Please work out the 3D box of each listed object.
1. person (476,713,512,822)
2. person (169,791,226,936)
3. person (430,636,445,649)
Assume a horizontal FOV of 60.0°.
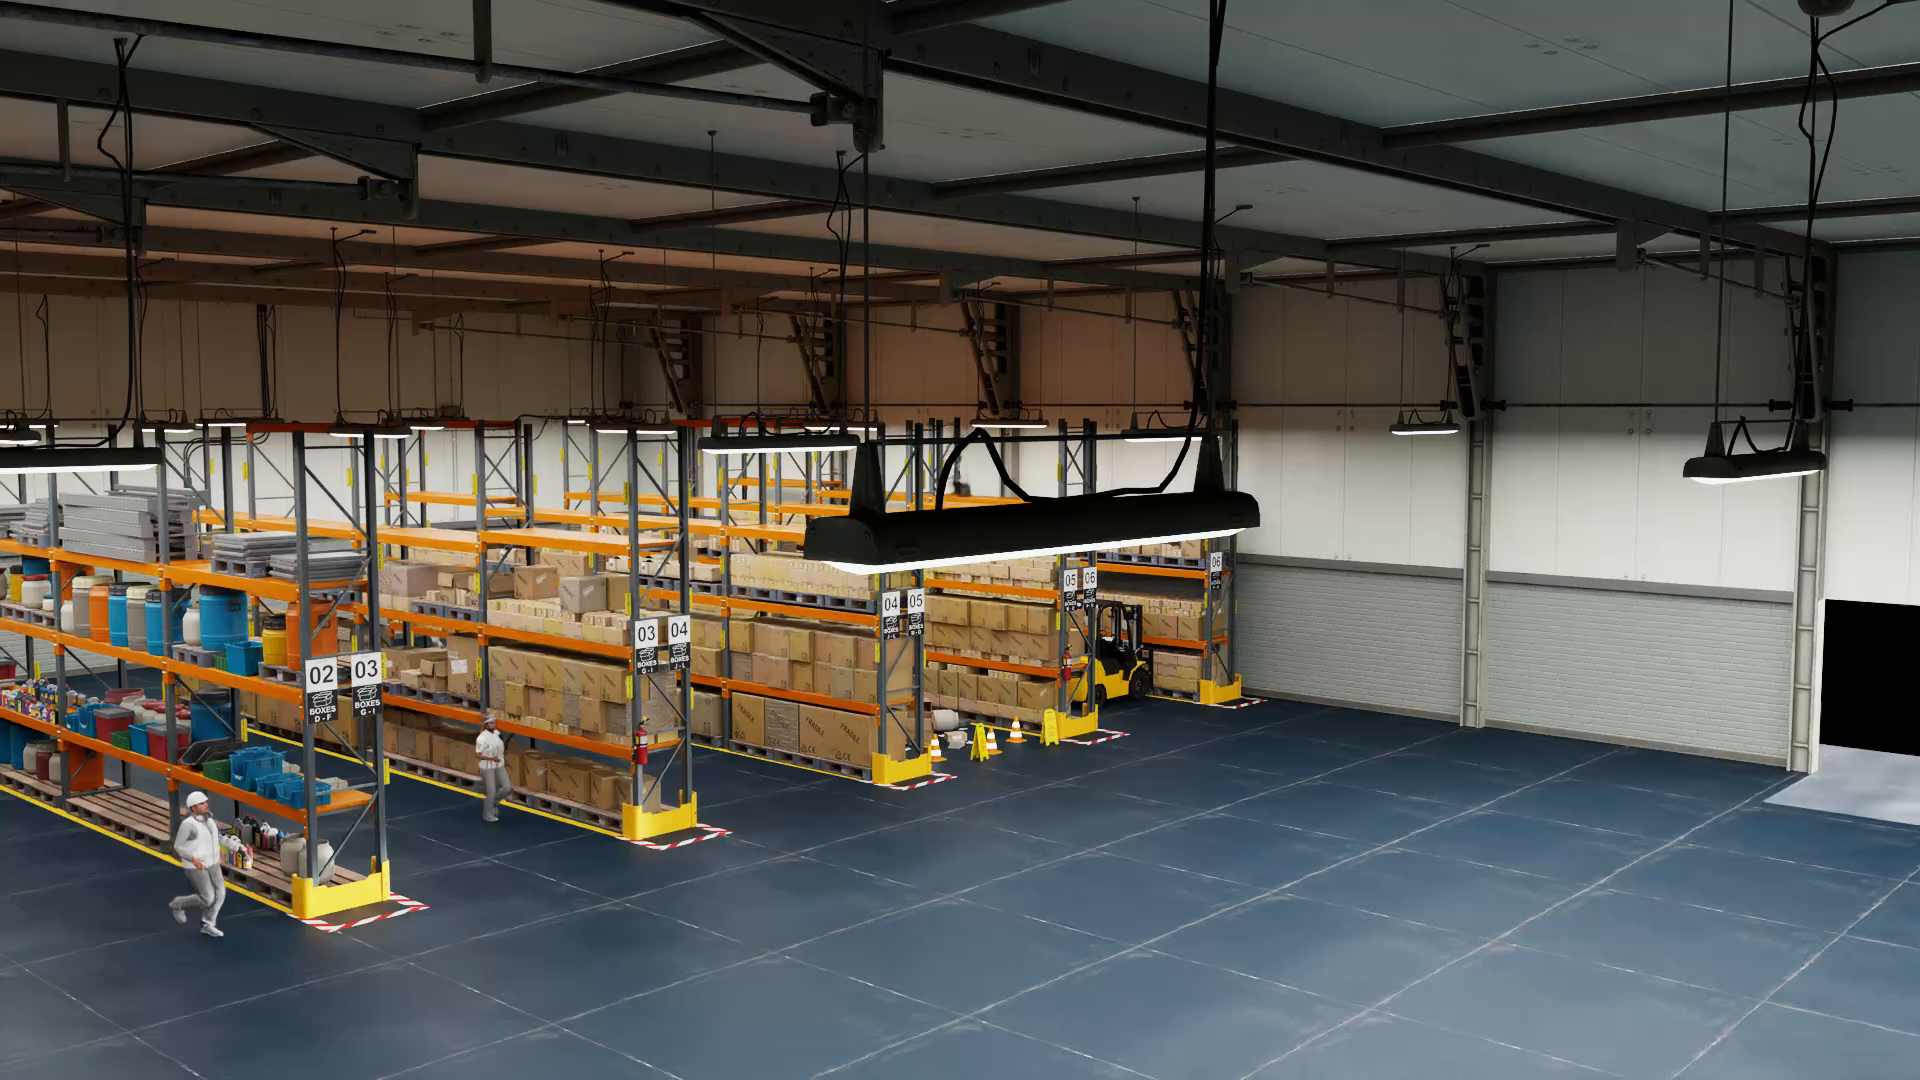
[{"bbox_3d":[-7.023,3.436,25.157,0.542,1.646,0.565,3,6,35],"label":"person"},{"bbox_3d":[-9.099,3.861,19.844,0.627,1.744,0.668,1,5,13],"label":"person"},{"bbox_3d":[-12.957,2.106,40.966,0.659,1.744,0.578,2,5,24],"label":"person"}]
